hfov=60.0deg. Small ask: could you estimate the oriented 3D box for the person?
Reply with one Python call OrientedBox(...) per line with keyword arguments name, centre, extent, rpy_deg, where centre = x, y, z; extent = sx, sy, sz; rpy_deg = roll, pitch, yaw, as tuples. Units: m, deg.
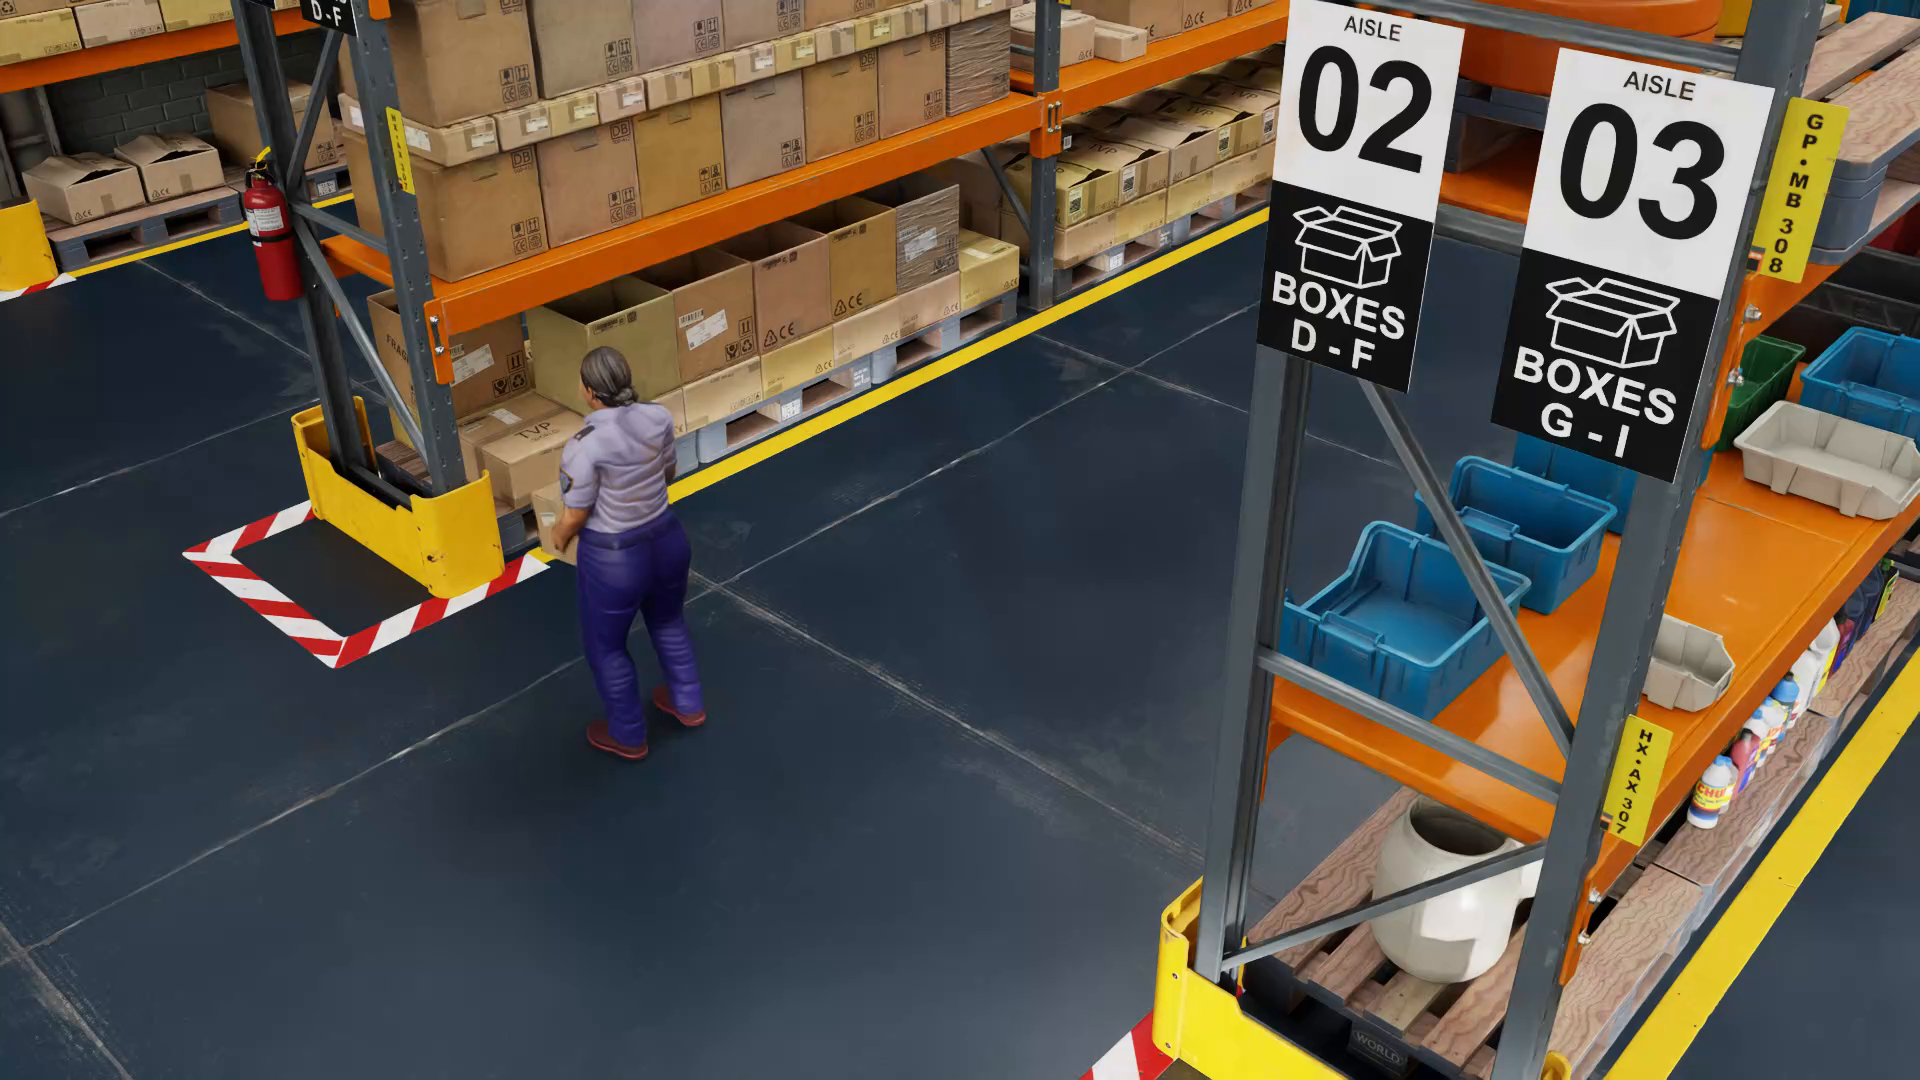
OrientedBox(name="person", centre=(-1.244, 0.040, 6.087), extent=(0.463, 1.641, 0.494), rpy_deg=(25, 39, 34))
